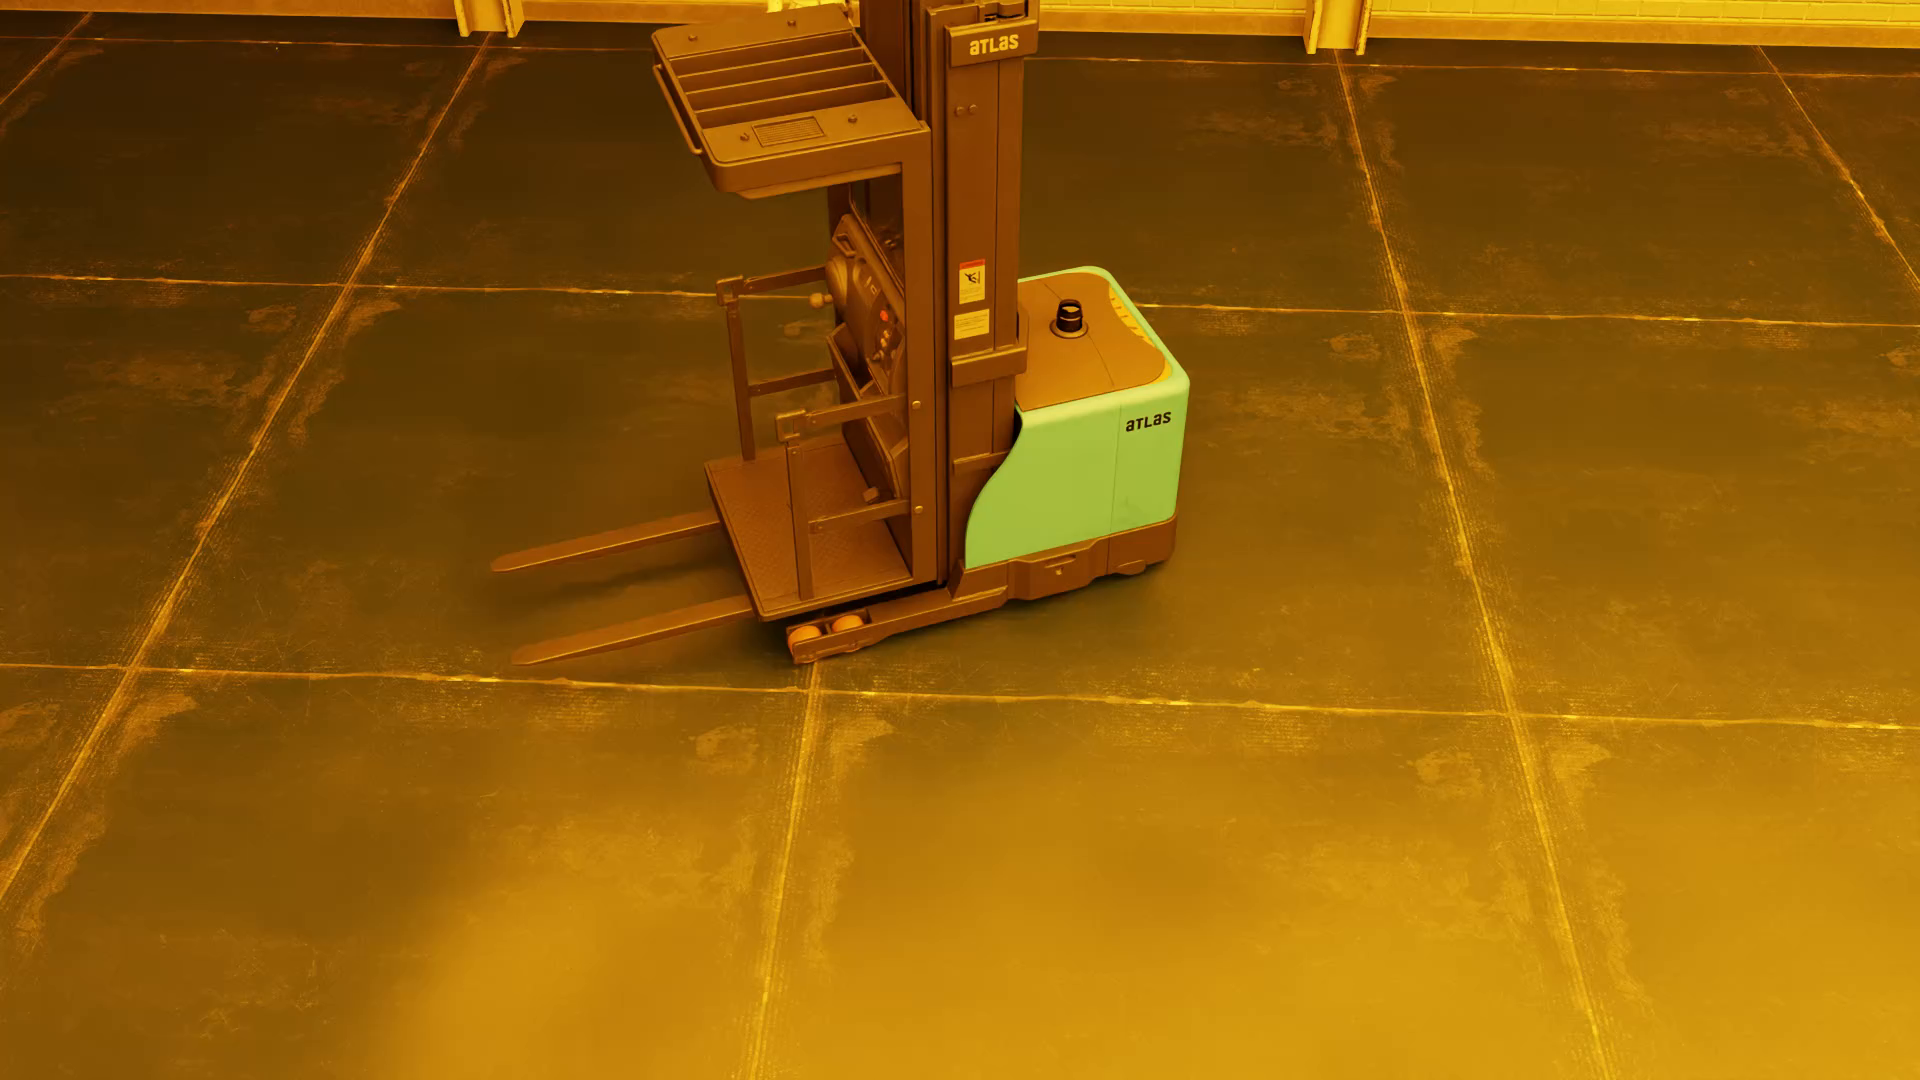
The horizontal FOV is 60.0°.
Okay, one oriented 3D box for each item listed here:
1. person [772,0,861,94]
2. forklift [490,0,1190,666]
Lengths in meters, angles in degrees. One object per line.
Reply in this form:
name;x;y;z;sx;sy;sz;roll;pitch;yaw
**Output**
person;-0.836;-3.125;10.109;0.606;1.673;0.414;-5;43;-5
forklift;-0.573;-0.945;6.778;3.031;2.935;1.130;-13;44;-14
